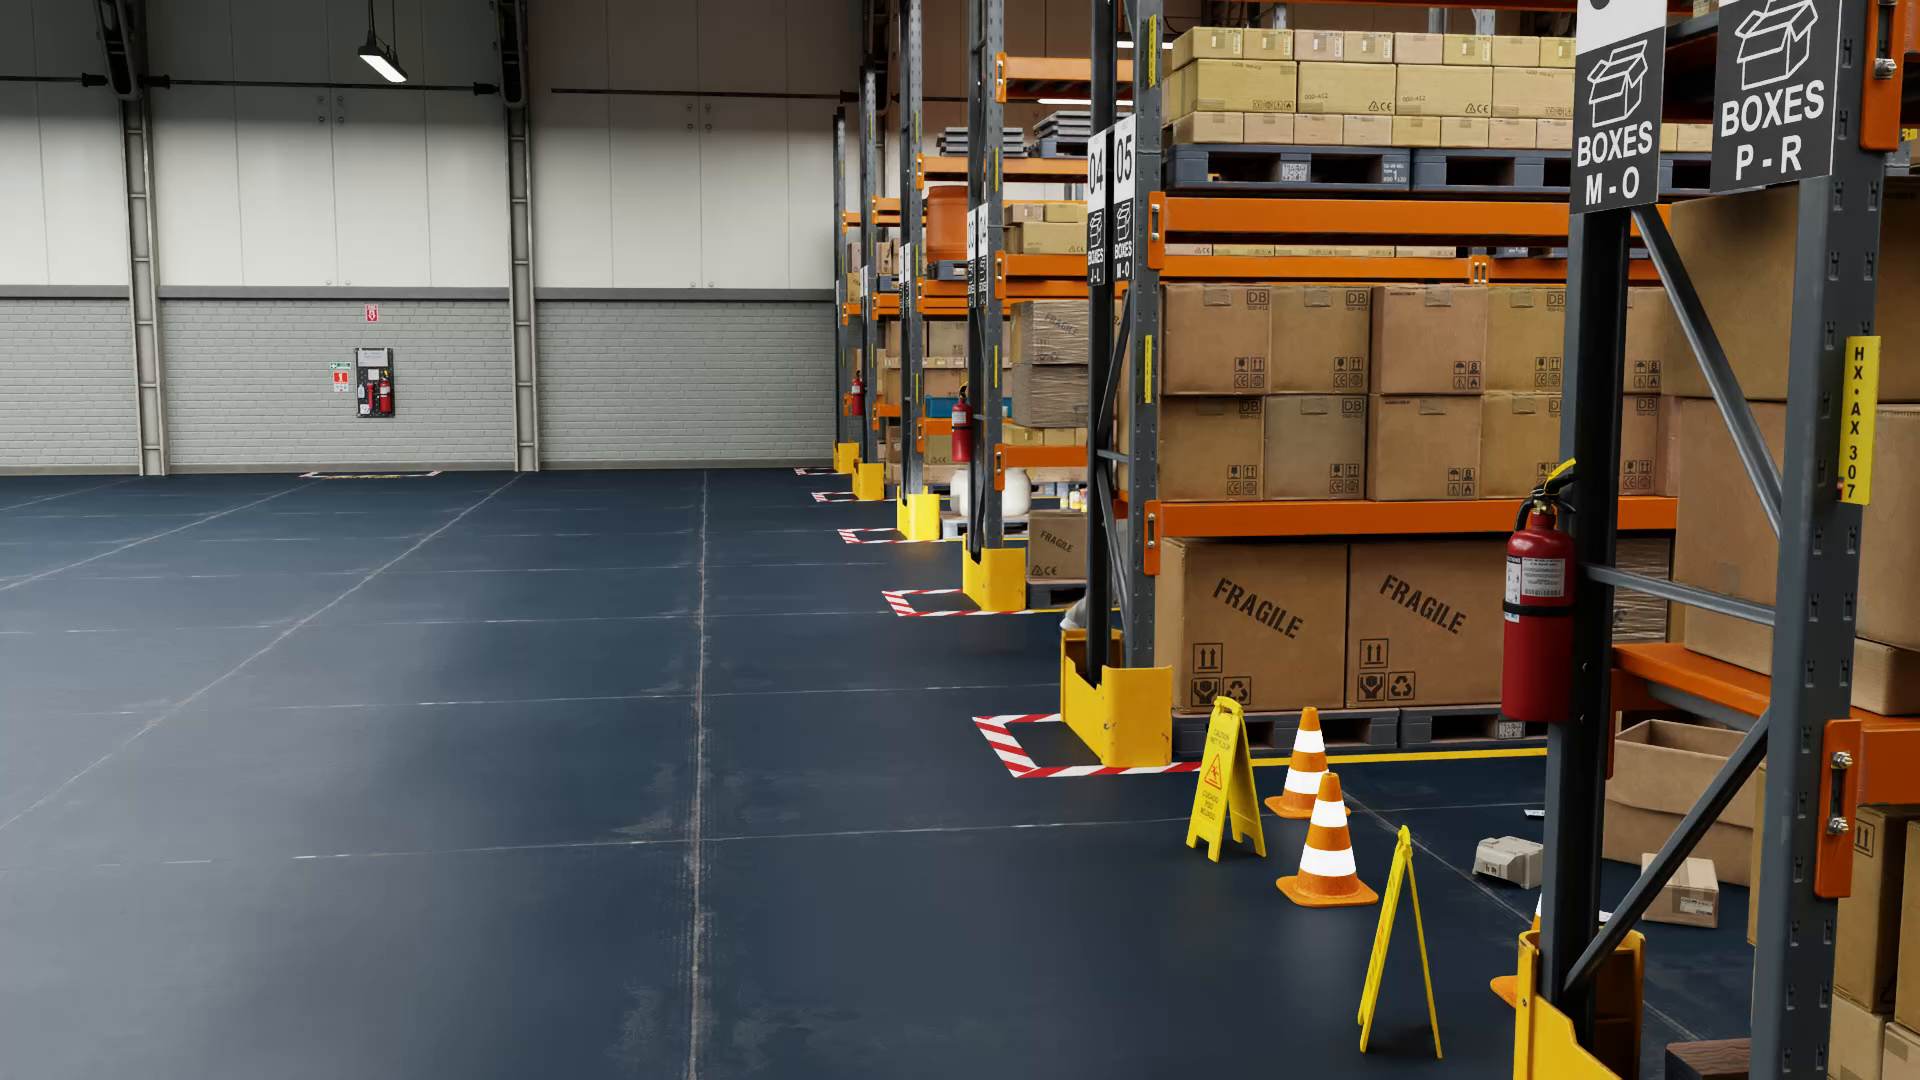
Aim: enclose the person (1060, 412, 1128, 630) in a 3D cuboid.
[{"bbox_3d":[1.114,-0.053,11.289,0.857,1.637,0.446,0,7,1],"label":"person"}]
